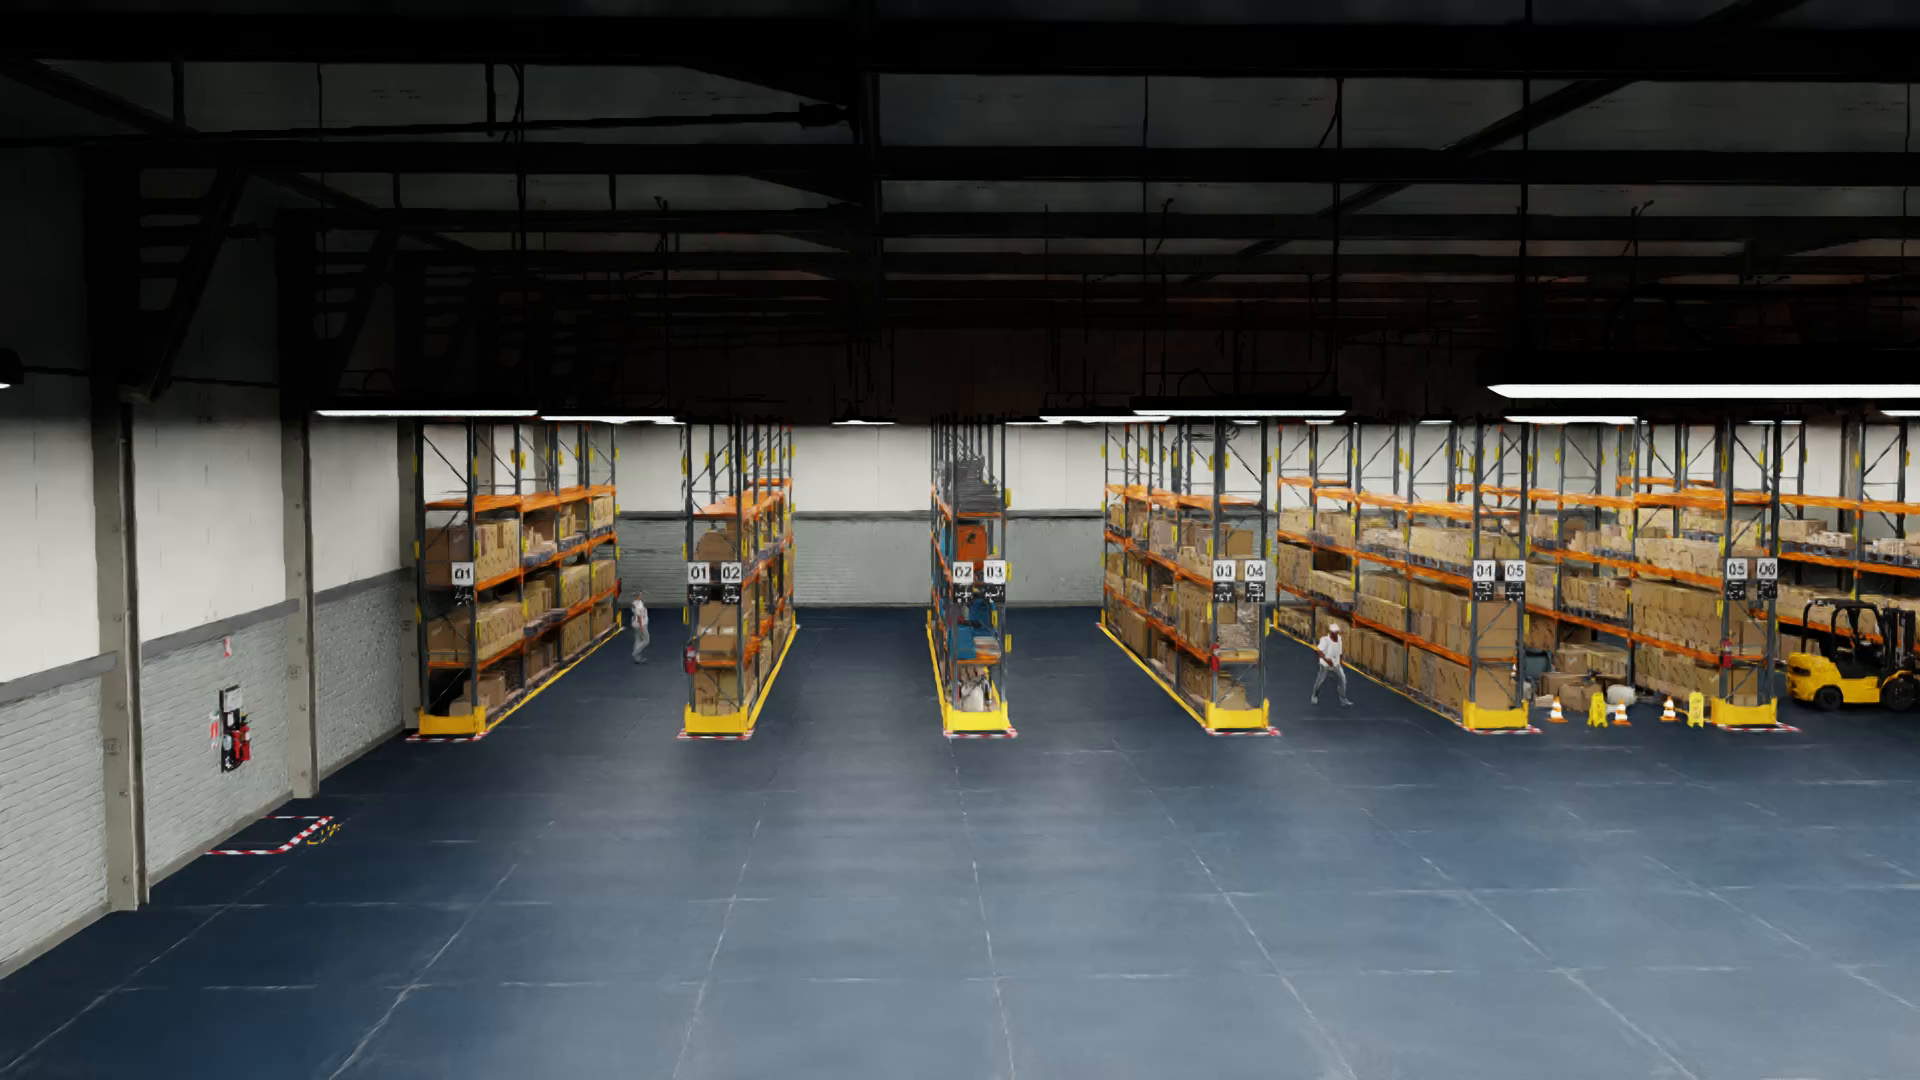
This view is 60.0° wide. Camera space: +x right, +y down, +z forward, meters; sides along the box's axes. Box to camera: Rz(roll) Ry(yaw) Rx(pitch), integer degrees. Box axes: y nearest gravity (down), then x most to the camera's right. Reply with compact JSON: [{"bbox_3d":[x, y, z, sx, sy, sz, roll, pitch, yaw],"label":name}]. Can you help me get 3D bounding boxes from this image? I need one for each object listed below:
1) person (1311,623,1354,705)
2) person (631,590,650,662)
[{"bbox_3d":[7.610,2.541,34.196,0.708,1.703,0.842,-1,4,-19],"label":"person"},{"bbox_3d":[-7.807,2.097,40.397,0.467,1.755,0.577,-2,4,-27],"label":"person"}]
